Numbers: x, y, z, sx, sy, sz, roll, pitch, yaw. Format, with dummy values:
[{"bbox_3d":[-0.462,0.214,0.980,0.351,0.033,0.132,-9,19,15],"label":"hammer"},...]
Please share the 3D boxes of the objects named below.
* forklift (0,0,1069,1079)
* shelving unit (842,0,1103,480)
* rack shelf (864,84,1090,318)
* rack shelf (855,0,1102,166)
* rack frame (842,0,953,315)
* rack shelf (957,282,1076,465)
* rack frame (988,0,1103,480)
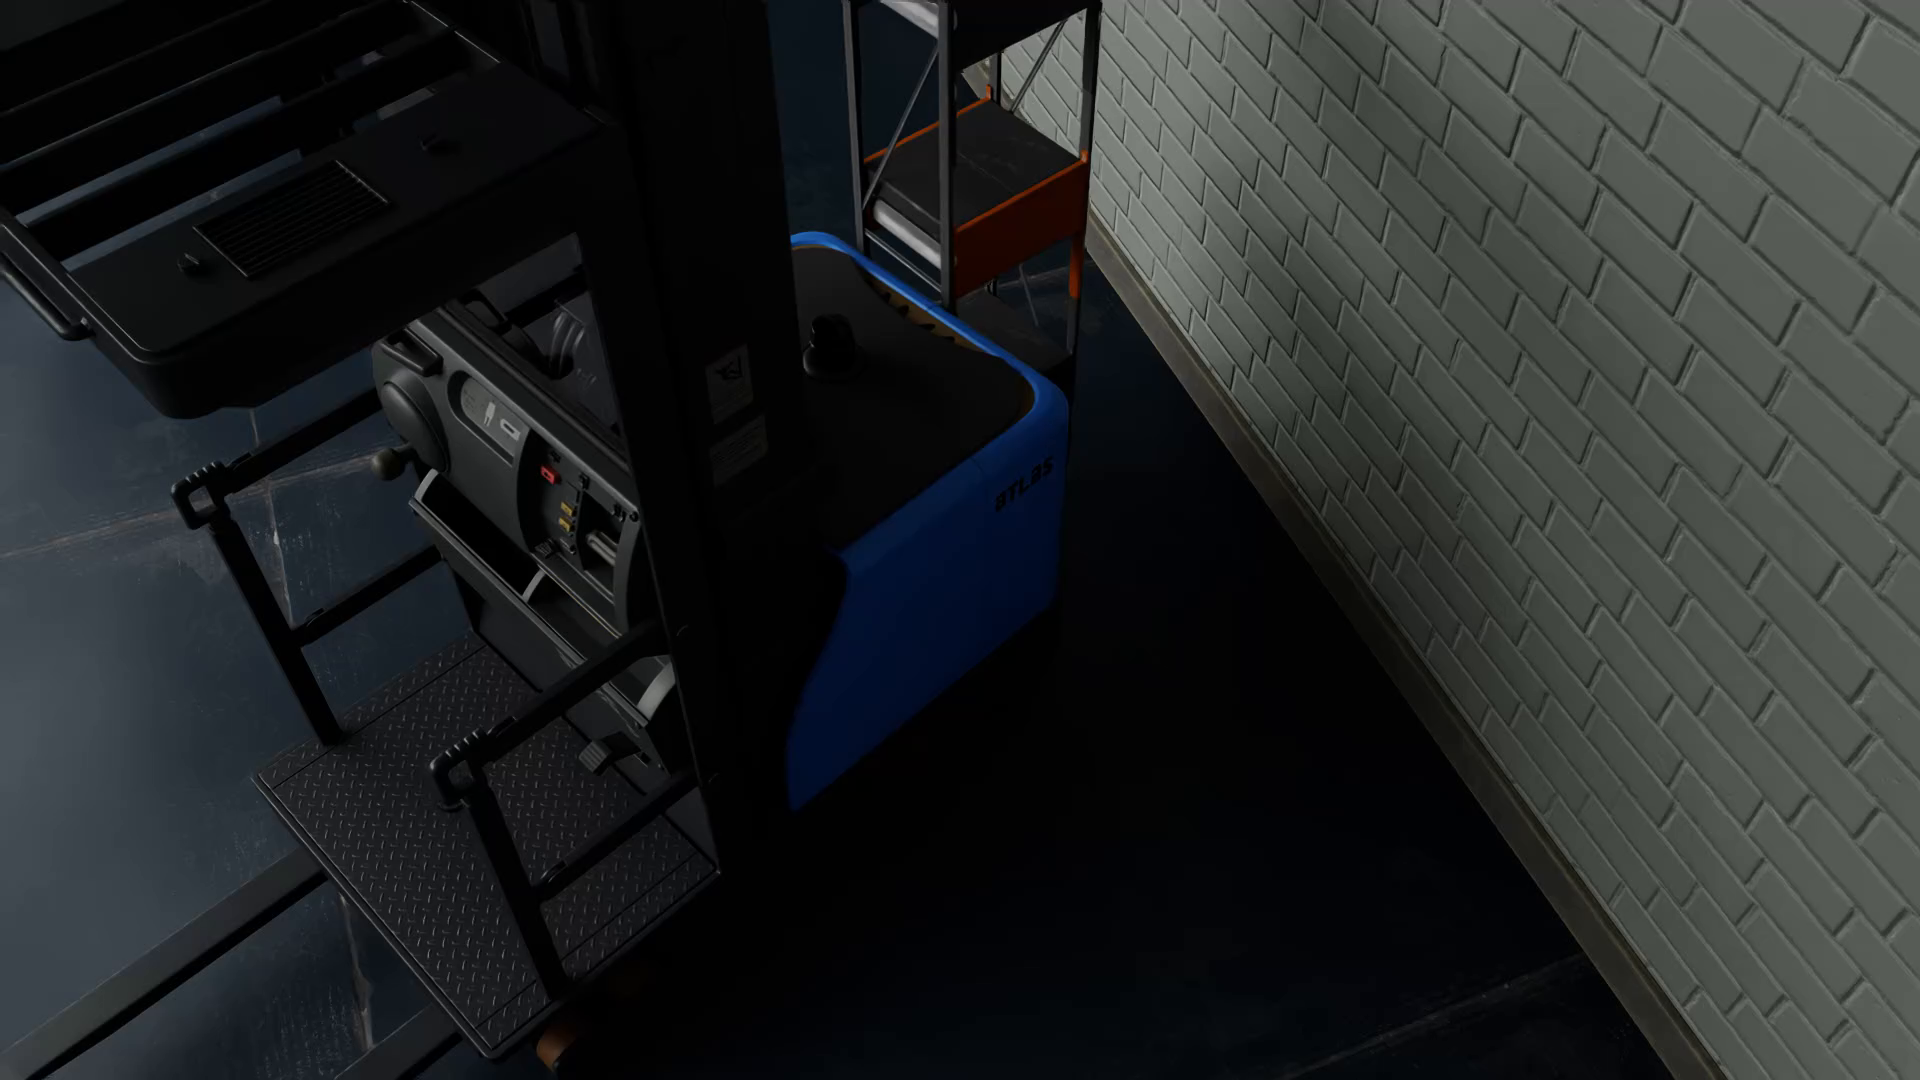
[{"bbox_3d":[-1.107,-0.085,3.391,3.031,2.935,1.130,-37,59,-27],"label":"forklift"},{"bbox_3d":[0.032,-0.876,4.619,0.503,2.100,0.431,-33,57,-25],"label":"shelving unit"},{"bbox_3d":[0.032,-0.868,4.629,0.480,0.518,0.431,-33,57,-25],"label":"rack shelf"},{"bbox_3d":[0.032,-1.324,4.098,0.480,0.518,0.431,-33,57,-25],"label":"rack shelf"},{"bbox_3d":[-0.153,-0.756,4.515,0.015,2.100,0.400,-33,57,-25],"label":"rack frame"},{"bbox_3d":[0.032,-0.411,5.160,0.480,0.518,0.431,-33,57,-25],"label":"rack shelf"},{"bbox_3d":[0.217,-0.997,4.722,0.015,2.100,0.400,-33,57,-25],"label":"rack frame"}]
